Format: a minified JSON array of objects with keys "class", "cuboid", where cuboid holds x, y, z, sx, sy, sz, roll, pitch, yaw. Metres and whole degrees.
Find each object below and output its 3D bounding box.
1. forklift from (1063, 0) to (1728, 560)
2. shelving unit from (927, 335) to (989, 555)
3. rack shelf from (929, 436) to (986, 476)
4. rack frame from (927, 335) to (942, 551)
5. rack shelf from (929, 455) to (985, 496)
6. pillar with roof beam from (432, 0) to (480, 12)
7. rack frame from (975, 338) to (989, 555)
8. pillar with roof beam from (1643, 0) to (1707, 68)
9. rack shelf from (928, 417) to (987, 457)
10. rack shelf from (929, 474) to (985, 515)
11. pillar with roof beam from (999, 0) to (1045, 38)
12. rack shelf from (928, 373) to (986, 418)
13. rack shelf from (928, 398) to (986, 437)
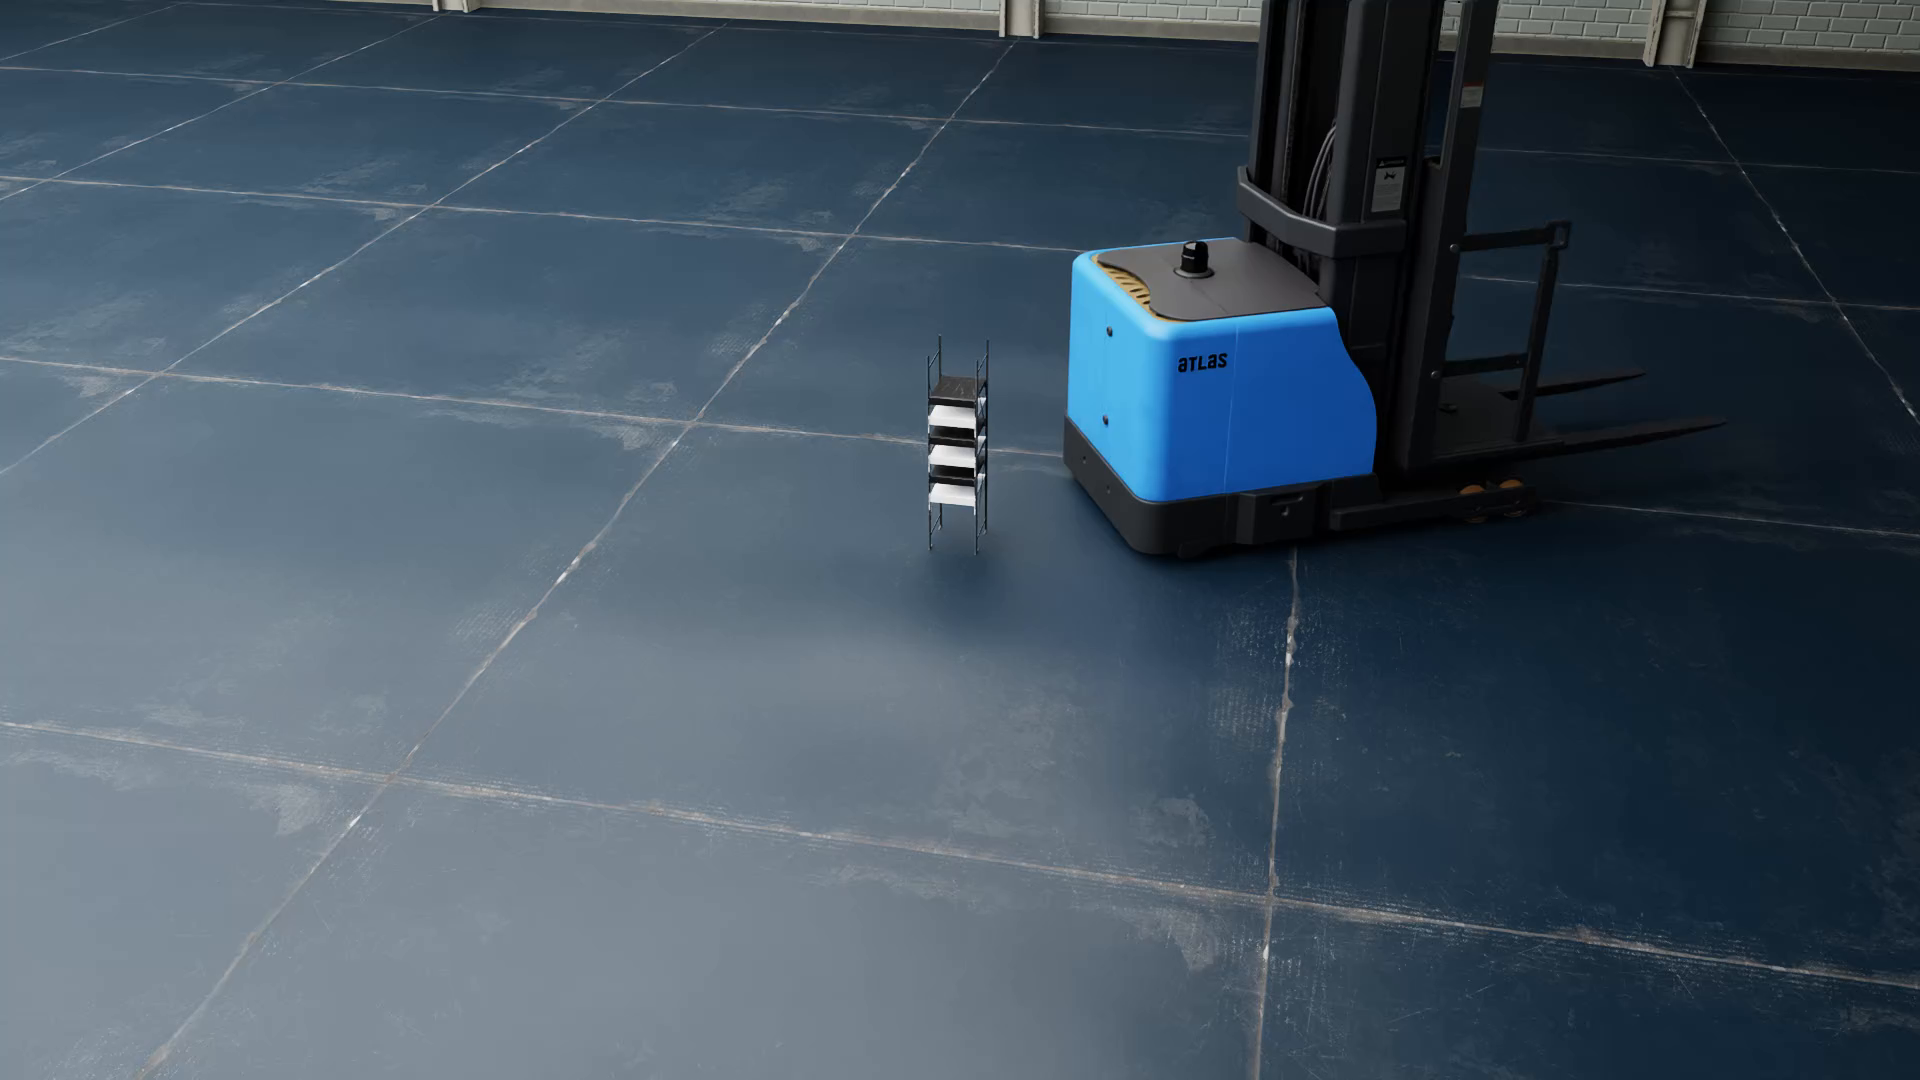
[{"class":"forklift","cuboid":[2.057,-1.595,7.111,3.031,2.935,1.130,-8,30,-14]},{"class":"shelving unit","cuboid":[-0.008,-0.396,7.035,0.210,0.900,0.258,6,29,11]},{"class":"rack shelf","cuboid":[-0.008,-0.366,7.051,0.200,0.077,0.258,6,29,11]},{"class":"rack frame","cuboid":[-0.107,-0.406,7.054,0.006,0.900,0.240,6,29,11]},{"class":"rack shelf","cuboid":[-0.008,-0.287,7.095,0.200,0.077,0.258,6,29,11]},{"class":"pillar with roof beam","cuboid":[-6.160,-7.491,11.562,0.400,9.000,9.100,6,29,11]},{"class":"rack frame","cuboid":[0.091,-0.385,7.017,0.006,0.900,0.240,6,29,11]},{"class":"pillar with roof beam","cuboid":[5.575,-6.287,9.364,0.400,9.000,9.100,6,29,11]},{"class":"rack shelf","cuboid":[-0.008,-0.445,7.008,0.200,0.077,0.258,6,29,11]},{"class":"rack shelf","cuboid":[-0.008,-0.208,7.138,0.200,0.077,0.258,6,29,11]},{"class":"pillar with roof beam","cuboid":[-0.292,-6.889,10.463,0.400,9.000,9.100,6,29,11]},{"class":"rack shelf","cuboid":[-0.008,-0.603,6.922,0.200,0.077,0.258,6,29,11]},{"class":"rack shelf","cuboid":[-0.008,-0.524,6.965,0.200,0.077,0.258,6,29,11]}]
